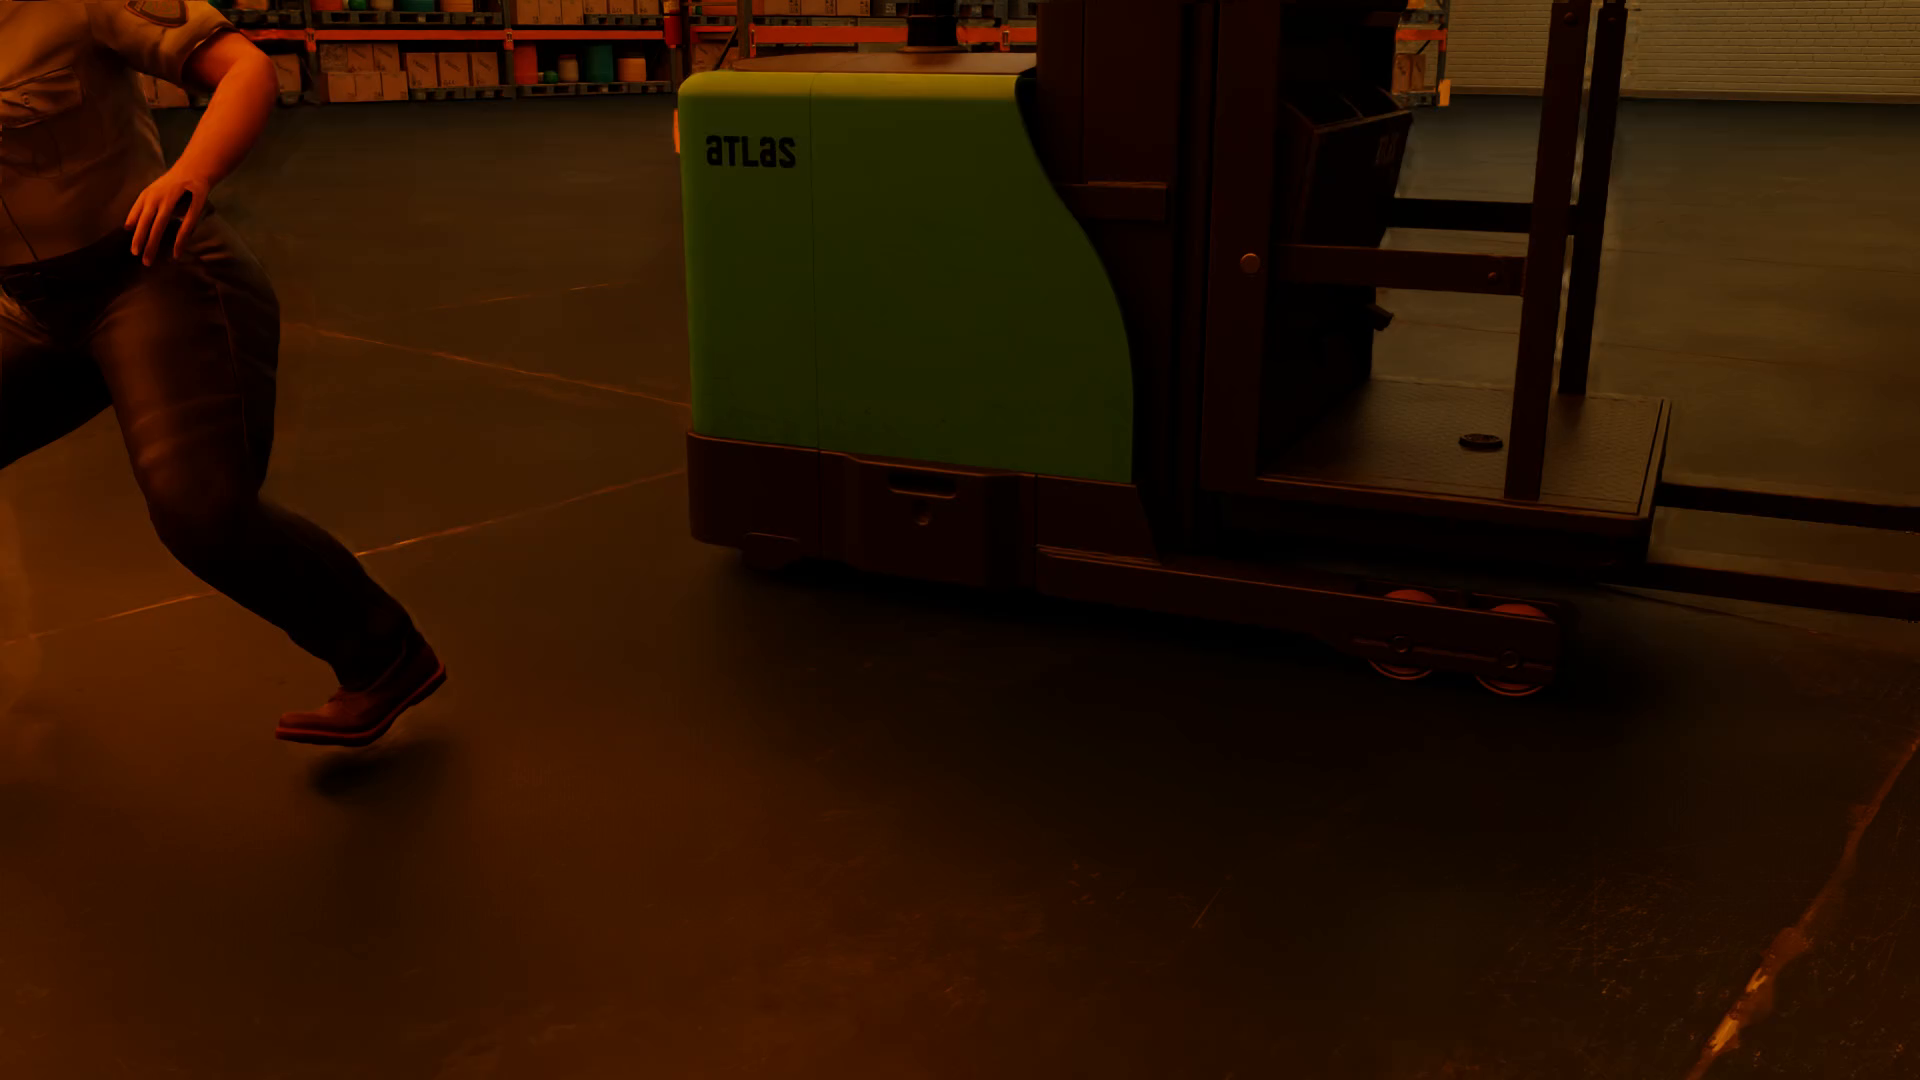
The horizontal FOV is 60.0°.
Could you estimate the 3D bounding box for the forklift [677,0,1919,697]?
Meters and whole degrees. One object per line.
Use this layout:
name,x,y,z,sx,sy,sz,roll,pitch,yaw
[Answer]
forklift,0.956,-1.294,3.159,3.031,2.935,1.130,7,18,23

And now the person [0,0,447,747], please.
person,-1.427,-0.313,2.626,1.028,1.610,0.528,6,18,20
